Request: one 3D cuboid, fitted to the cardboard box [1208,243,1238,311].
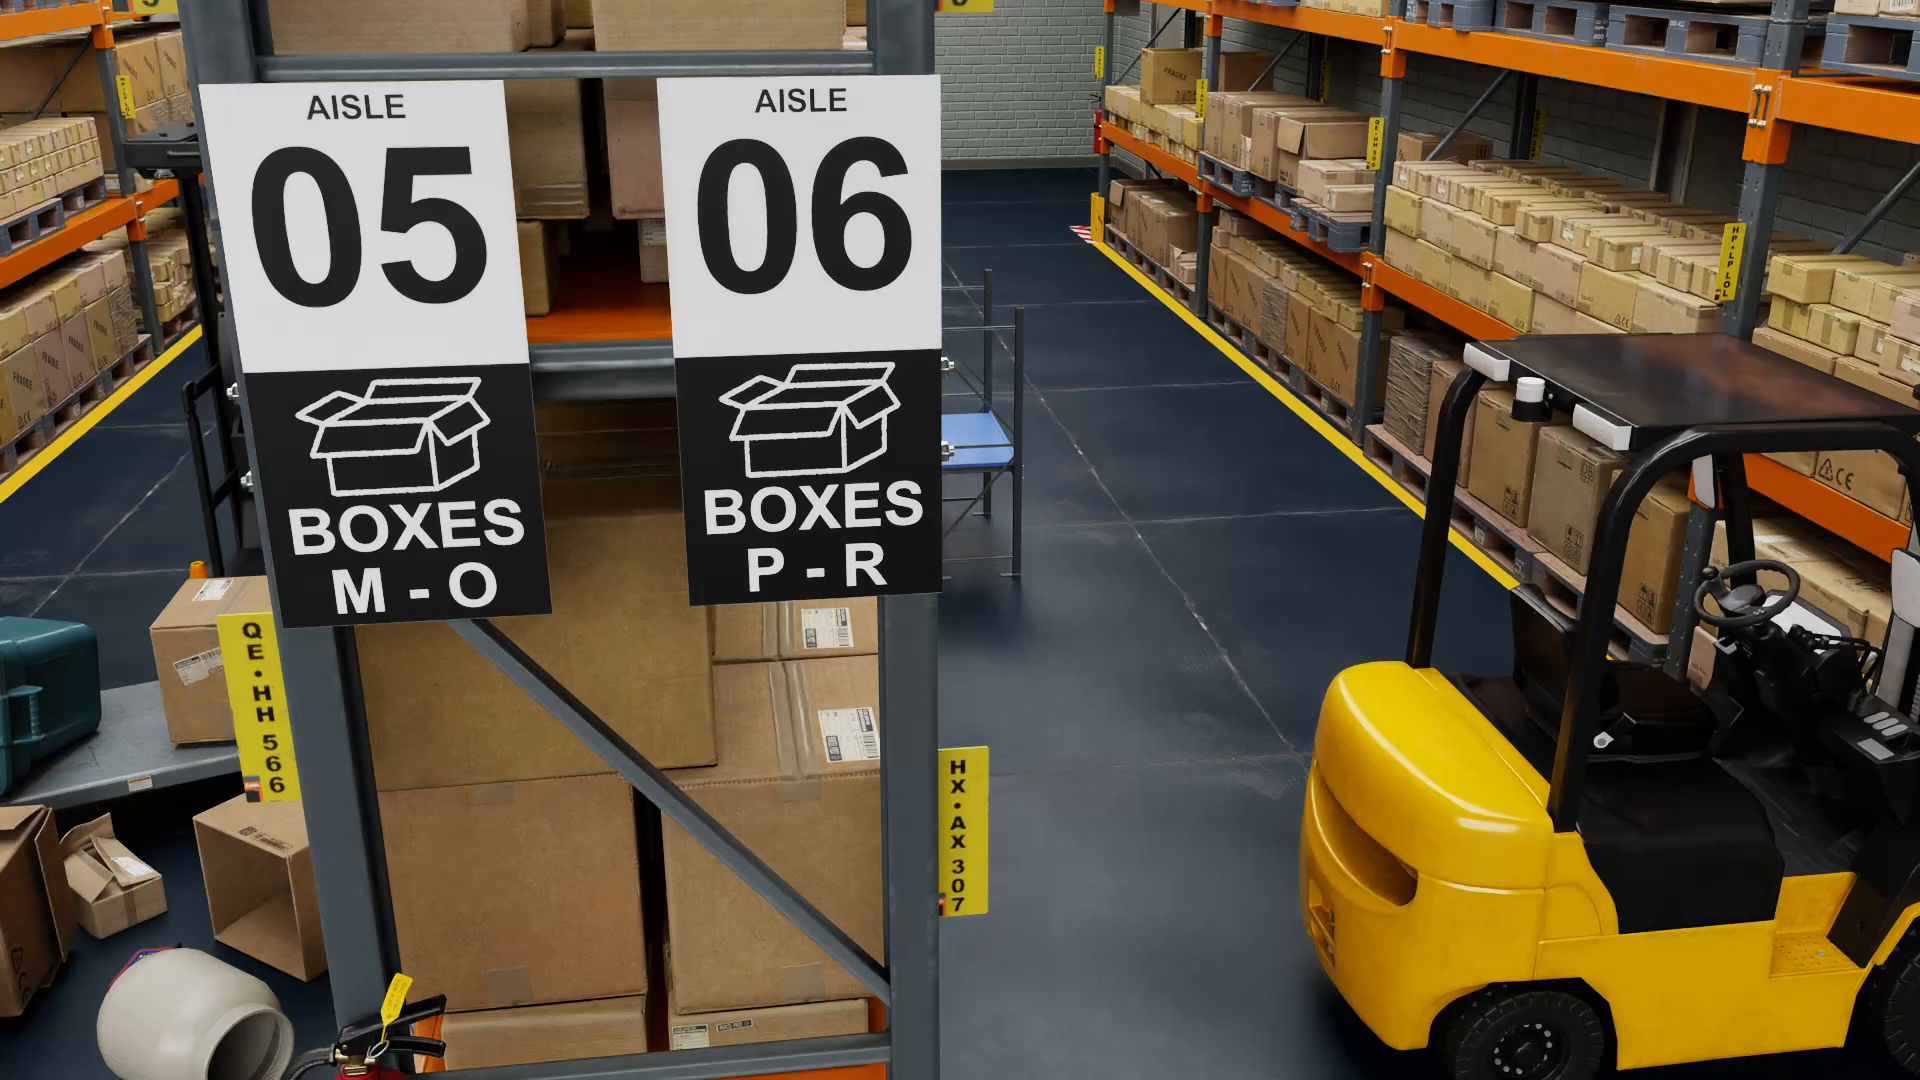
[{"bbox_3d":[2.490,-2.318,14.608,0.500,0.500,0.500,-2,21,-5],"label":"cardboard box"}]

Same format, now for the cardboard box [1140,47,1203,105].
[{"bbox_3d":[2.082,-4.587,16.427,0.500,0.500,0.500,-2,21,-6],"label":"cardboard box"}]

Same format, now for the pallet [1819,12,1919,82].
[{"bbox_3d":[3.945,-1.771,6.010,1.003,0.211,1.213,-3,21,-8],"label":"pallet"}]

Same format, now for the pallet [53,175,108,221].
[{"bbox_3d":[-7.186,-2.573,12.593,1.003,0.211,1.213,-3,21,-8],"label":"pallet"}]

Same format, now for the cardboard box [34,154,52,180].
[{"bbox_3d":[-6.747,-2.664,11.895,0.380,0.149,0.250,-4,21,-11],"label":"cardboard box"}]

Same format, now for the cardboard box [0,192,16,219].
[{"bbox_3d":[-6.633,-2.253,11.220,0.380,0.149,0.250,-3,21,-7],"label":"cardboard box"}]

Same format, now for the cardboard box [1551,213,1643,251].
[{"bbox_3d":[3.314,-1.600,8.643,0.380,0.149,0.250,-3,21,-7],"label":"cardboard box"}]

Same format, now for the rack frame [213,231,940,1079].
[{"bbox_3d":[-0.538,0.935,2.925,1.000,3.000,0.127,-3,21,-8],"label":"rack frame"}]

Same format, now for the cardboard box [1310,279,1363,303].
[{"bbox_3d":[2.840,-1.854,12.439,0.380,0.149,0.250,-2,21,-6],"label":"cardboard box"}]

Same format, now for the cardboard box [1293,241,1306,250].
[{"bbox_3d":[3.068,-2.513,14.204,0.380,0.149,0.250,-3,21,-7],"label":"cardboard box"}]

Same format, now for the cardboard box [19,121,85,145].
[{"bbox_3d":[-6.861,-3.071,12.559,0.380,0.149,0.250,-4,21,-9],"label":"cardboard box"}]

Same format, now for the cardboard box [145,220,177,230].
[{"bbox_3d":[-7.803,-2.996,16.076,0.380,0.149,0.250,-4,21,-10],"label":"cardboard box"}]

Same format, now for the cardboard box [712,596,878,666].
[{"bbox_3d":[-0.410,0.392,3.812,0.500,0.500,0.500,-2,21,-6],"label":"cardboard box"}]

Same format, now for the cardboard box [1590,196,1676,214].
[{"bbox_3d":[3.707,-1.804,9.189,0.380,0.149,0.250,-2,21,-6],"label":"cardboard box"}]

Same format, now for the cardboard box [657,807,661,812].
[{"bbox_3d":[-0.931,0.579,4.238,0.380,0.149,0.250,-3,21,-7],"label":"cardboard box"}]

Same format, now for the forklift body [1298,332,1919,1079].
[{"bbox_3d":[2.294,0.517,5.259,2.313,2.155,1.214,-3,21,-8],"label":"forklift body"}]

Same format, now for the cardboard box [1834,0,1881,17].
[{"bbox_3d":[3.560,-2.062,6.278,0.380,0.149,0.250,-2,21,-7],"label":"cardboard box"}]

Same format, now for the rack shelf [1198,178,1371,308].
[{"bbox_3d":[2.931,-2.442,12.995,1.077,0.370,4.000,-3,21,-8],"label":"rack shelf"}]

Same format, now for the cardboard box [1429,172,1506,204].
[{"bbox_3d":[3.076,-2.132,10.067,0.380,0.149,0.250,-2,21,-6],"label":"cardboard box"}]

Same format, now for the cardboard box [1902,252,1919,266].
[{"bbox_3d":[4.141,-1.096,6.869,0.380,0.149,0.250,-3,21,-8],"label":"cardboard box"}]

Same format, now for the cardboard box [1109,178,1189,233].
[{"bbox_3d":[2.061,-3.667,18.215,0.797,0.503,0.637,-4,21,-10],"label":"cardboard box"}]

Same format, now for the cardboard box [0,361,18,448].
[{"bbox_3d":[-6.425,-0.834,10.633,0.500,0.500,0.500,-4,21,-10],"label":"cardboard box"}]

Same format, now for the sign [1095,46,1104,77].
[{"bbox_3d":[1.529,-5.234,18.206,0.100,0.325,0.005,-3,21,-8],"label":"sign"}]

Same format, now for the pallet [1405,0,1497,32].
[{"bbox_3d":[3.406,-3.173,9.906,1.213,0.211,1.003,-2,21,-5],"label":"pallet"}]

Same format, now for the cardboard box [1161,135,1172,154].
[{"bbox_3d":[2.151,-3.808,15.984,0.380,0.149,0.250,-3,21,-9],"label":"cardboard box"}]

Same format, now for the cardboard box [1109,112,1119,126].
[{"bbox_3d":[1.842,-4.611,18.133,0.380,0.149,0.250,-3,21,-8],"label":"cardboard box"}]

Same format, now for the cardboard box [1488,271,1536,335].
[{"bbox_3d":[3.264,-1.318,9.172,0.500,0.250,0.500,-2,21,-6],"label":"cardboard box"}]

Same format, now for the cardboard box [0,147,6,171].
[{"bbox_3d":[-6.641,-2.533,11.118,0.380,0.149,0.250,-2,21,-6],"label":"cardboard box"}]

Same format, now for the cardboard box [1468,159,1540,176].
[{"bbox_3d":[3.467,-2.335,10.610,0.380,0.149,0.250,-2,21,-6],"label":"cardboard box"}]

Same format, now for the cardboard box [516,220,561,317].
[{"bbox_3d":[-0.867,-0.462,2.737,0.380,0.149,0.250,-3,21,-8],"label":"cardboard box"}]

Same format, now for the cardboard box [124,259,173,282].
[{"bbox_3d":[-6.978,-2.303,14.219,0.380,0.149,0.250,-2,21,-5],"label":"cardboard box"}]

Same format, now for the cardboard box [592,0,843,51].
[{"bbox_3d":[-0.388,-0.859,2.662,0.380,0.149,0.250,-3,21,-8],"label":"cardboard box"}]

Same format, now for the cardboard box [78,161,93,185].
[{"bbox_3d":[-6.861,-2.797,12.675,0.380,0.149,0.250,-3,21,-7],"label":"cardboard box"}]

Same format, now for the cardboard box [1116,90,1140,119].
[{"bbox_3d":[1.938,-4.580,17.481,0.500,0.250,0.500,-3,21,-7],"label":"cardboard box"}]

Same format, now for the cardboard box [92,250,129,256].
[{"bbox_3d":[-7.540,-2.451,14.615,0.380,0.149,0.250,-2,21,-6],"label":"cardboard box"}]

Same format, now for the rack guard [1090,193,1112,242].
[{"bbox_3d":[2.077,-3.659,18.798,1.175,0.500,0.348,-3,21,-8],"label":"rack guard"}]

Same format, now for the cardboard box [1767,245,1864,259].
[{"bbox_3d":[3.971,-1.280,7.786,0.380,0.149,0.250,-4,21,-10],"label":"cardboard box"}]

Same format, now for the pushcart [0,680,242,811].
[{"bbox_3d":[-3.364,0.911,6.738,1.648,0.377,0.936,-11,23,-26],"label":"pushcart"}]

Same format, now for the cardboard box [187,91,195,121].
[{"bbox_3d":[-7.196,-3.837,15.133,0.500,0.500,0.500,-2,21,-5],"label":"cardboard box"}]

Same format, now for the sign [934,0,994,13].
[{"bbox_3d":[-0.002,-0.907,2.321,0.100,0.325,0.005,-3,21,-8],"label":"sign"}]

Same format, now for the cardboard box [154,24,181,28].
[{"bbox_3d":[-7.344,-4.653,15.890,0.500,0.500,0.500,-4,21,-10],"label":"cardboard box"}]

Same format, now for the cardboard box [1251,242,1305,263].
[{"bbox_3d":[2.649,-2.389,13.870,0.380,0.149,0.250,-3,21,-9],"label":"cardboard box"}]

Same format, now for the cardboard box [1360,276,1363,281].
[{"bbox_3d":[3.293,-1.974,12.761,0.380,0.149,0.250,-3,21,-9],"label":"cardboard box"}]

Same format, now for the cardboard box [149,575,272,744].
[{"bbox_3d":[-2.872,0.467,6.670,0.500,0.500,0.500,-3,21,-8],"label":"cardboard box"}]

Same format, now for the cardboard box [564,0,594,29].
[{"bbox_3d":[-0.919,-1.097,3.299,0.380,0.149,0.250,-3,21,-7],"label":"cardboard box"}]

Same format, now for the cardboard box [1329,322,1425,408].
[{"bbox_3d":[2.946,-1.248,11.742,0.500,0.500,0.500,-2,21,-6],"label":"cardboard box"}]

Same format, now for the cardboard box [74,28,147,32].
[{"bbox_3d":[-7.795,-4.450,15.346,0.500,0.500,0.500,-3,21,-9],"label":"cardboard box"}]

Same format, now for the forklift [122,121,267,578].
[{"bbox_3d":[-3.160,-0.942,8.049,1.130,2.935,3.031,-2,21,-6],"label":"forklift"}]

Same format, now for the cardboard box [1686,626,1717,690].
[{"bbox_3d":[3.538,0.574,7.221,0.500,0.250,0.500,-3,21,-7],"label":"cardboard box"}]

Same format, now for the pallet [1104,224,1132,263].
[{"bbox_3d":[2.193,-3.247,18.110,1.003,0.211,1.213,-3,21,-8],"label":"pallet"}]

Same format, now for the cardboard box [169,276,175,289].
[{"bbox_3d":[-7.084,-2.243,14.483,0.380,0.149,0.250,-3,21,-8],"label":"cardboard box"}]

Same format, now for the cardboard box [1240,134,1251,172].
[{"bbox_3d":[2.464,-3.105,13.333,0.396,0.266,0.258,-2,21,-5],"label":"cardboard box"}]

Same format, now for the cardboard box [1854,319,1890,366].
[{"bbox_3d":[3.686,-0.750,6.367,0.380,0.149,0.250,-3,21,-8],"label":"cardboard box"}]

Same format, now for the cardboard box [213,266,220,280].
[{"bbox_3d":[-7.189,-2.564,15.768,0.380,0.149,0.250,-3,21,-7],"label":"cardboard box"}]

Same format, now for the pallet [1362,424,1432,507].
[{"bbox_3d":[3.300,-0.493,10.734,1.003,0.211,1.213,-3,21,-8],"label":"pallet"}]

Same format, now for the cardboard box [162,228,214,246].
[{"bbox_3d":[-7.262,-2.836,15.647,0.380,0.149,0.250,-4,21,-10],"label":"cardboard box"}]

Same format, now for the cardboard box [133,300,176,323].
[{"bbox_3d":[-6.887,-1.938,14.093,0.380,0.149,0.250,-4,21,-10],"label":"cardboard box"}]

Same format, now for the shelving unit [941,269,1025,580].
[{"bbox_3d":[0.012,-0.673,9.375,0.538,1.500,1.048,-3,21,-8],"label":"shelving unit"}]

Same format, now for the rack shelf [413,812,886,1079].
[{"bbox_3d":[-0.827,0.580,4.905,1.077,0.370,4.000,-3,21,-8],"label":"rack shelf"}]

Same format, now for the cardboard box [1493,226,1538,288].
[{"bbox_3d":[3.269,-1.553,9.087,0.500,0.250,0.500,-3,21,-7],"label":"cardboard box"}]
